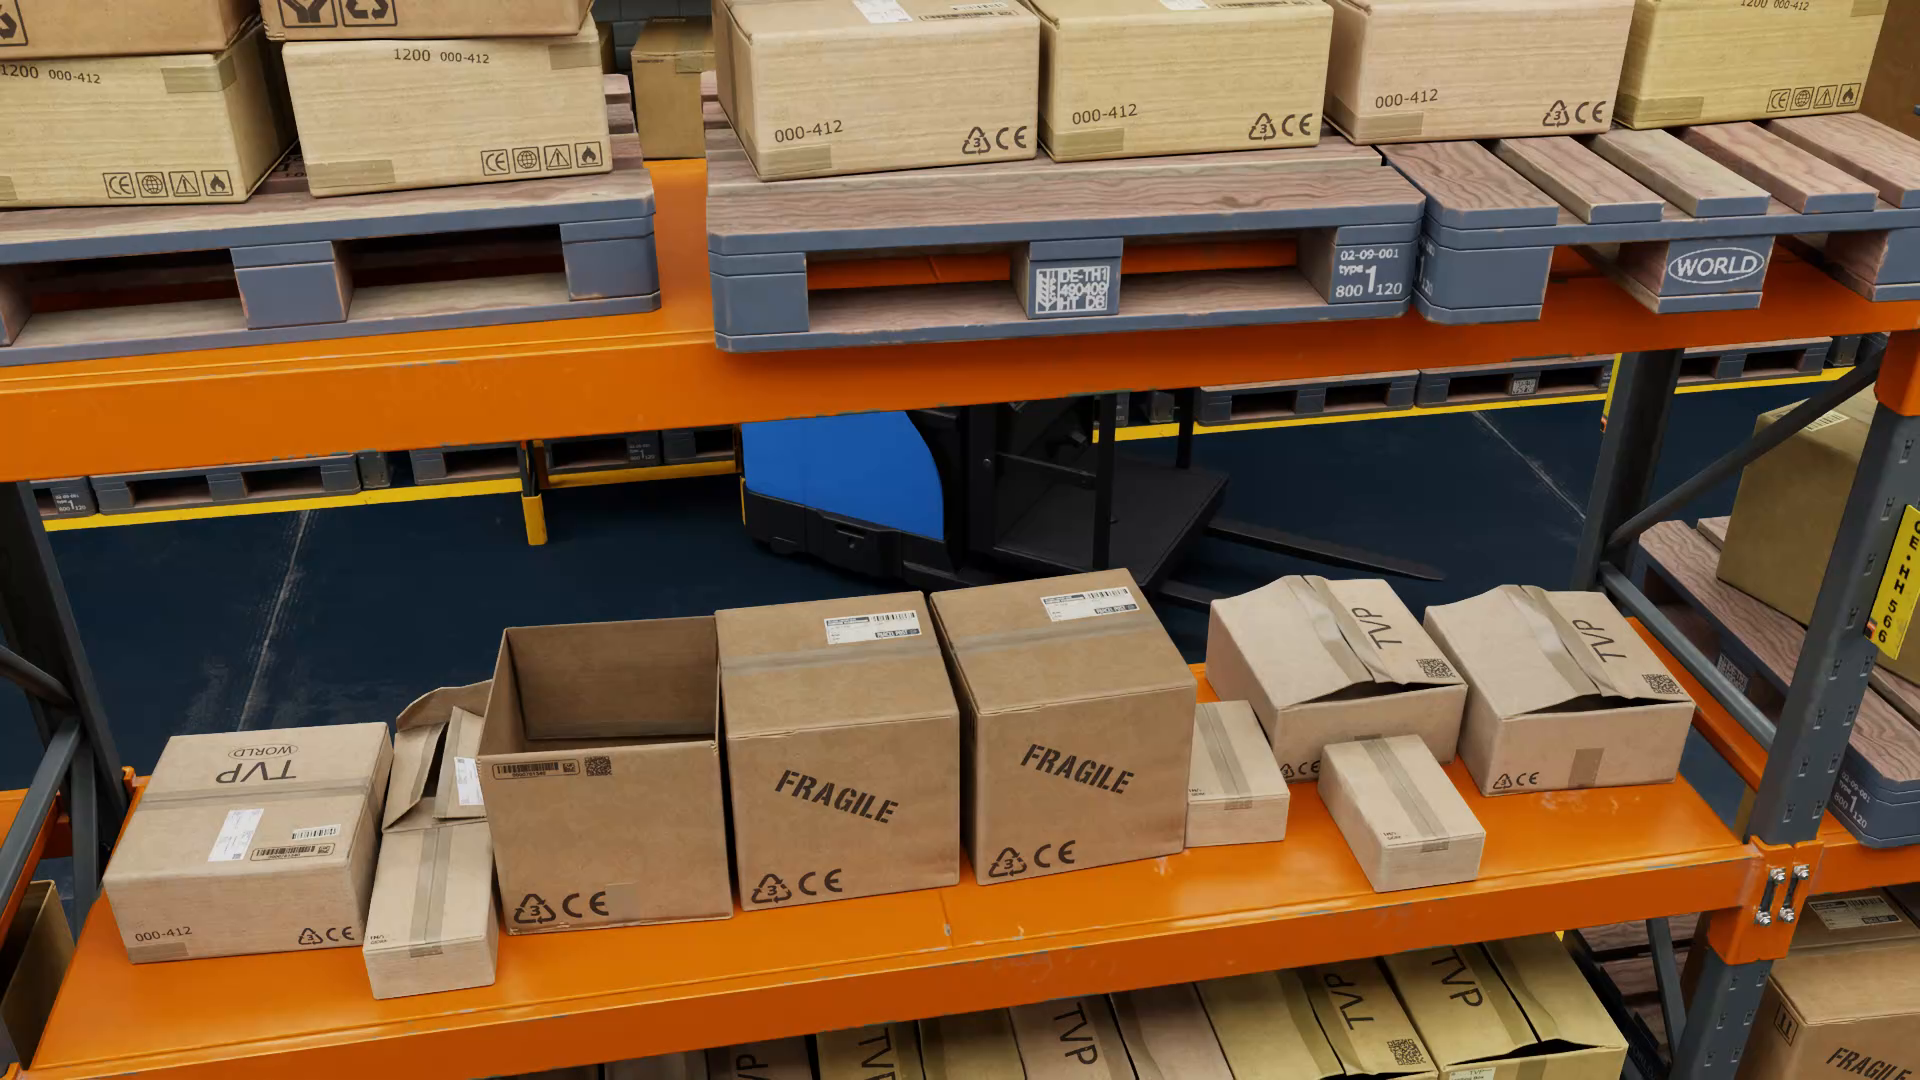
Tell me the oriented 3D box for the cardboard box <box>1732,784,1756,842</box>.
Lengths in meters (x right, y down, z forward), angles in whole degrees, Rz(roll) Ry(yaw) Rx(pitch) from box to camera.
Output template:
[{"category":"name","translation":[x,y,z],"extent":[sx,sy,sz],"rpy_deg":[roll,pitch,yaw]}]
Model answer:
[{"category":"cardboard box","translation":[2.752,1.000,5.123],"extent":[0.500,0.500,0.500],"rpy_deg":[-4,31,-7]}]

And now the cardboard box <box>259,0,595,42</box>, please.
[{"category":"cardboard box","translation":[-0.890,-1.153,2.787],"extent":[0.500,0.500,0.500],"rpy_deg":[-2,31,-4]}]

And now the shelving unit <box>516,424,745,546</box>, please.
[{"category":"shelving unit","translation":[-1.523,-0.816,7.658],"extent":[1.083,1.500,0.587],"rpy_deg":[-5,31,-9]}]

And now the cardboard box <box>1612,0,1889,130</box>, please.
[{"category":"cardboard box","translation":[1.438,-1.026,3.309],"extent":[0.500,0.250,0.500],"rpy_deg":[-8,31,-13]}]

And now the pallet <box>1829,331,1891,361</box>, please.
[{"category":"pallet","translation":[5.675,-1.349,9.836],"extent":[1.213,0.211,1.003],"rpy_deg":[-5,31,-9]}]

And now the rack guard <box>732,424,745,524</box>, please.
[{"category":"rack guard","translation":[-1.033,-0.325,8.055],"extent":[0.087,0.250,0.587],"rpy_deg":[-5,31,-9]}]

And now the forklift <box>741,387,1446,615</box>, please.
[{"category":"forklift","translation":[0.562,-1.120,6.764],"extent":[3.031,2.935,1.130],"rpy_deg":[14,33,23]}]

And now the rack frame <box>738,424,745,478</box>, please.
[{"category":"rack frame","translation":[-1.032,-0.863,7.738],"extent":[0.032,1.500,0.500],"rpy_deg":[-5,31,-9]}]

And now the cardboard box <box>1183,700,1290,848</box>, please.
[{"category":"cardboard box","translation":[0.630,0.567,4.074],"extent":[0.250,0.149,0.380],"rpy_deg":[-3,31,-5]}]

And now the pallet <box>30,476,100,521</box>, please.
[{"category":"pallet","translation":[-4.813,-0.396,8.215],"extent":[1.213,0.211,1.003],"rpy_deg":[-5,31,-9]}]

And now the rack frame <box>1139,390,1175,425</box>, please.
[{"category":"rack frame","translation":[0.979,-2.155,8.456],"extent":[0.127,3.000,1.000],"rpy_deg":[-5,31,-9]}]

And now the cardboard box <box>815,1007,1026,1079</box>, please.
[{"category":"cardboard box","translation":[-0.097,1.387,4.176],"extent":[0.500,0.311,0.500],"rpy_deg":[-4,31,-8]}]

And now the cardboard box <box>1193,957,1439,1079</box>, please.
[{"category":"cardboard box","translation":[0.894,1.298,4.328],"extent":[0.500,0.311,0.500],"rpy_deg":[-6,31,-10]}]

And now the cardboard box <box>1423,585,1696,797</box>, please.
[{"category":"cardboard box","translation":[1.509,0.364,4.260],"extent":[0.500,0.311,0.500],"rpy_deg":[-3,31,-6]}]

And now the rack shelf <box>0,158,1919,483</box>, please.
[{"category":"rack shelf","translation":[-0.093,-0.486,3.368],"extent":[4.000,0.370,1.077],"rpy_deg":[-5,31,-9]}]

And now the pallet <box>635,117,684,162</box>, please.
[{"category":"pallet","translation":[-0.961,-1.871,8.163],"extent":[1.213,0.211,1.003],"rpy_deg":[-5,31,-9]}]

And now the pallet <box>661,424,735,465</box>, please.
[{"category":"pallet","translation":[-0.988,-0.773,8.856],"extent":[1.213,0.211,1.003],"rpy_deg":[-5,31,-9]}]

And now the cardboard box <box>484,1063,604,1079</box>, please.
[{"category":"cardboard box","translation":[-1.115,1.485,4.010],"extent":[0.500,0.311,0.500],"rpy_deg":[-6,31,-10]}]

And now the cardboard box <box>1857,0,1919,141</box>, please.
[{"category":"cardboard box","translation":[2.298,-1.079,3.567],"extent":[0.500,0.500,0.910],"rpy_deg":[-5,31,-9]}]

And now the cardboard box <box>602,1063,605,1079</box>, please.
[{"category":"cardboard box","translation":[-1.203,1.211,4.476],"extent":[0.500,0.311,0.500],"rpy_deg":[-4,31,-8]}]

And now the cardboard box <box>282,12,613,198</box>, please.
[{"category":"cardboard box","translation":[-0.912,-0.833,2.982],"extent":[0.500,0.250,0.500],"rpy_deg":[-8,31,-14]}]

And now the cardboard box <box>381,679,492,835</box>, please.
[{"category":"cardboard box","translation":[-1.228,0.565,3.962],"extent":[0.258,0.266,0.396],"rpy_deg":[-6,31,-10]}]

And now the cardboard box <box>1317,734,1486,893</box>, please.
[{"category":"cardboard box","translation":[1.040,0.642,3.946],"extent":[0.250,0.149,0.380],"rpy_deg":[-5,31,-9]}]

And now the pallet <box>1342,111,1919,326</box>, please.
[{"category":"pallet","translation":[1.223,-0.791,3.363],"extent":[1.003,0.211,1.213],"rpy_deg":[-4,31,-7]}]

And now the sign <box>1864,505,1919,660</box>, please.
[{"category":"sign","translation":[1.978,0.091,3.493],"extent":[0.005,0.325,0.100],"rpy_deg":[-5,31,-9]}]

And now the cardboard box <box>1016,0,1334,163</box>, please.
[{"category":"cardboard box","translation":[0.361,-0.922,3.134],"extent":[0.500,0.250,0.500],"rpy_deg":[-6,31,-10]}]

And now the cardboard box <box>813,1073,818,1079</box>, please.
[{"category":"cardboard box","translation":[-0.106,1.630,4.318],"extent":[0.500,0.250,0.500],"rpy_deg":[-5,31,-8]}]

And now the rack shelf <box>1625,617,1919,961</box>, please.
[{"category":"rack shelf","translation":[3.842,0.442,4.749],"extent":[4.000,0.370,1.077],"rpy_deg":[-5,31,-9]}]

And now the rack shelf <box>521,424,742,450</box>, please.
[{"category":"rack shelf","translation":[-1.532,-0.660,7.748],"extent":[1.000,0.185,0.538],"rpy_deg":[-5,31,-9]}]

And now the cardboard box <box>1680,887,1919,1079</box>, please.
[{"category":"cardboard box","translation":[2.374,1.303,4.607],"extent":[0.500,0.500,0.500],"rpy_deg":[-4,31,-7]}]

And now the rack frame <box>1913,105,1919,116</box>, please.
[{"category":"rack frame","translation":[1.875,-2.272,2.736],"extent":[0.127,3.000,1.000],"rpy_deg":[-5,31,-9]}]

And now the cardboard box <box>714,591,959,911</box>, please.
[{"category":"cardboard box","translation":[-0.291,0.480,3.875],"extent":[0.500,0.500,0.500],"rpy_deg":[-5,31,-9]}]

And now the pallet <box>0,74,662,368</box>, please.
[{"category":"pallet","translation":[-1.195,-0.618,3.071],"extent":[1.217,0.209,0.805],"rpy_deg":[-7,31,-11]}]

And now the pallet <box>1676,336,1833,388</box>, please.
[{"category":"pallet","translation":[4.168,-1.210,9.600],"extent":[1.213,0.211,1.003],"rpy_deg":[-5,31,-9]}]

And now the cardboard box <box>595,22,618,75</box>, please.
[{"category":"cardboard box","translation":[-1.898,-2.100,7.829],"extent":[0.500,0.500,0.700],"rpy_deg":[-2,31,-4]}]

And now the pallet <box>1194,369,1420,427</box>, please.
[{"category":"pallet","translation":[1.768,-0.988,9.221],"extent":[1.213,0.211,1.003],"rpy_deg":[-5,31,-9]}]
